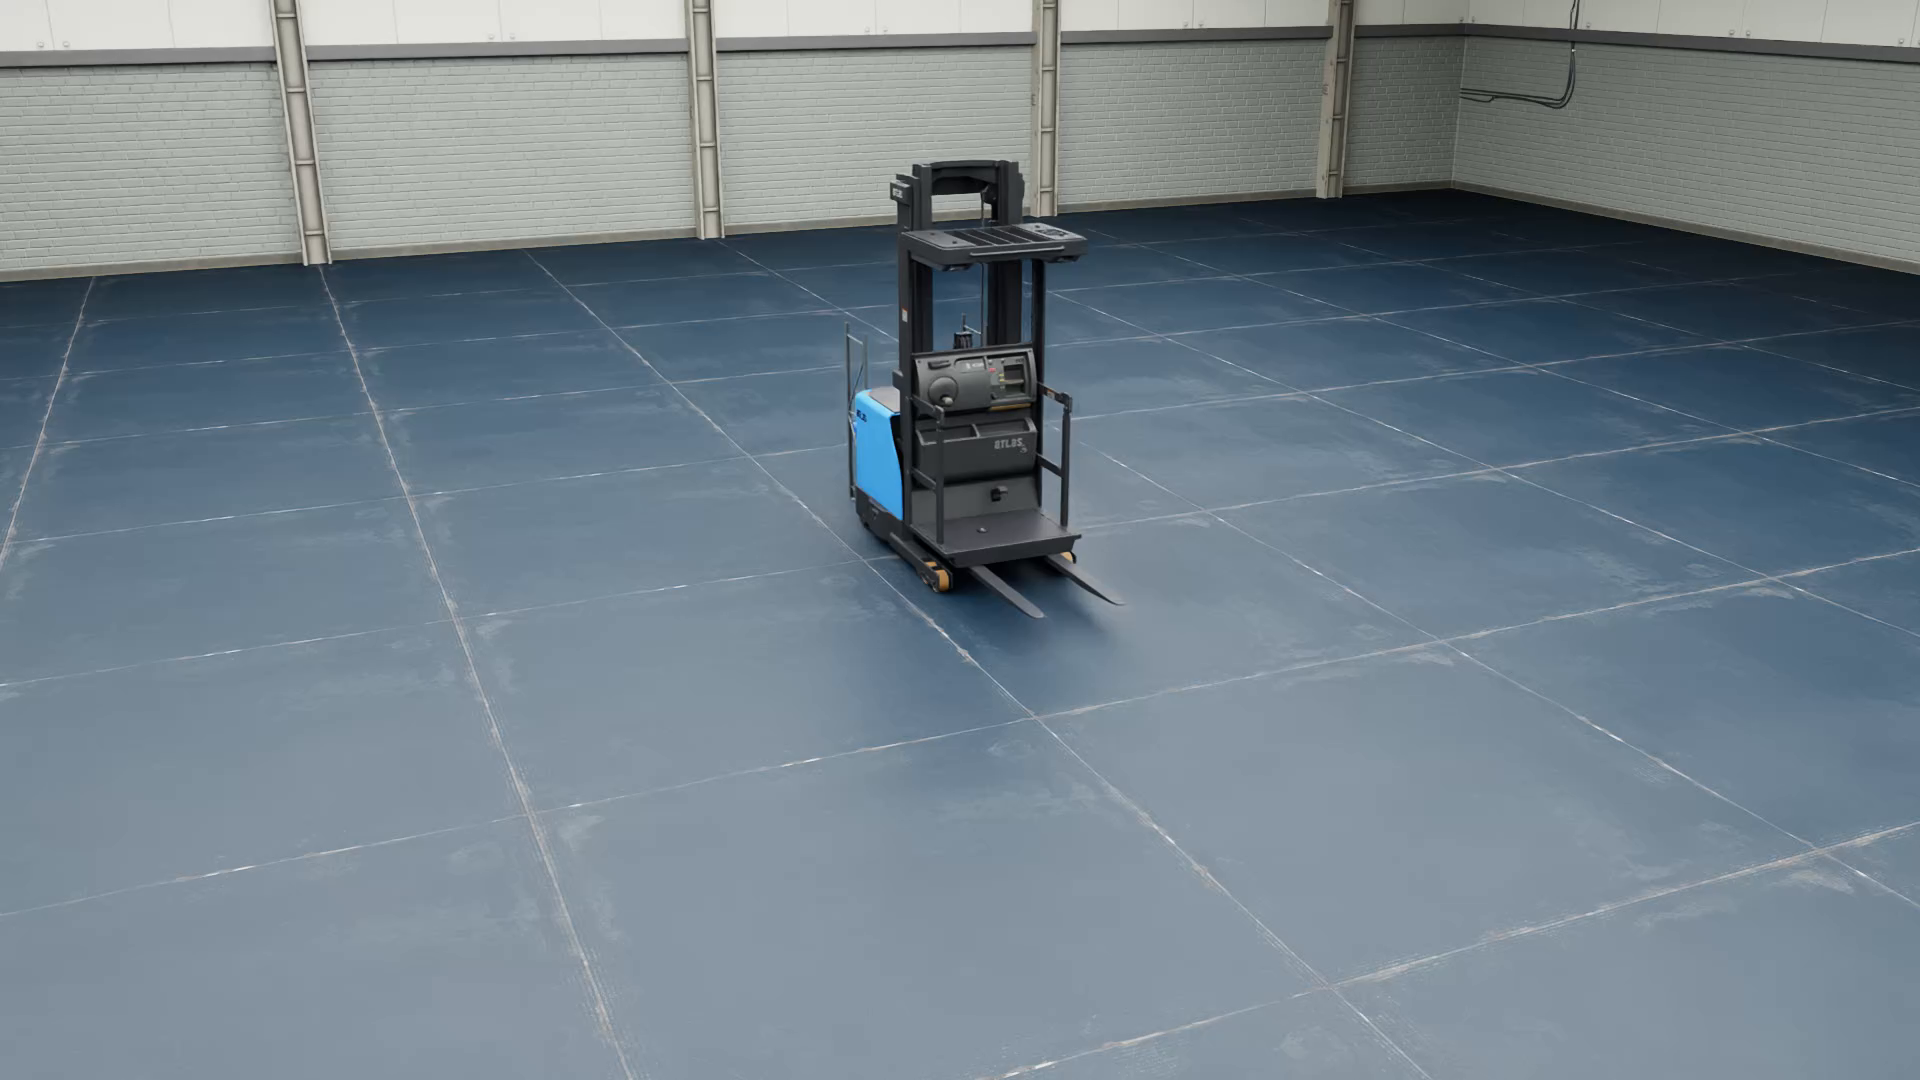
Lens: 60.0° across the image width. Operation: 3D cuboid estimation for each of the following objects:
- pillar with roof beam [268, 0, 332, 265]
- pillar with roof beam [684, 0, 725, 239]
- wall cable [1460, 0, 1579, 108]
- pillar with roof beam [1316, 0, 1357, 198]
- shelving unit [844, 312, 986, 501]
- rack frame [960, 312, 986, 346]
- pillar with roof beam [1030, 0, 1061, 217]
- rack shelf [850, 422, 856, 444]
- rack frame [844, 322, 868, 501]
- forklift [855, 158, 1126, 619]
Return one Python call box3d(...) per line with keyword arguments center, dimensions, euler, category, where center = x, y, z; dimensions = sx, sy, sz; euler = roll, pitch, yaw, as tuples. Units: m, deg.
box3d(center=(-7.850, -7.054, 19.507), dimensions=(0.400, 9.000, 9.100), euler=(-8, 21, -22), category="pillar with roof beam")
box3d(center=(-2.341, -7.843, 21.749), dimensions=(0.400, 9.000, 9.100), euler=(-8, 21, -22), category="pillar with roof beam")
box3d(center=(10.201, -9.255, 30.432), dimensions=(0.112, 2.526, 3.097), euler=(-8, 21, -22), category="wall cable")
box3d(center=(8.678, -9.422, 26.232), dimensions=(0.400, 9.000, 9.100), euler=(-8, 21, -22), category="pillar with roof beam")
box3d(center=(-0.362, -1.055, 13.750), dimensions=(1.048, 1.500, 0.538), euler=(-8, 20, -20), category="shelving unit")
box3d(center=(0.111, -1.117, 13.927), dimensions=(0.032, 1.500, 0.500), euler=(-8, 20, -20), category="rack frame")
box3d(center=(3.169, -8.633, 23.990), dimensions=(0.400, 9.000, 9.100), euler=(-8, 21, -22), category="pillar with roof beam")
box3d(center=(-0.361, -0.885, 13.808), dimensions=(1.000, 0.185, 0.538), euler=(-8, 20, -20), category="rack shelf")
box3d(center=(-0.834, -0.993, 13.573), dimensions=(0.032, 1.500, 0.500), euler=(-8, 20, -20), category="rack frame")
box3d(center=(0.207, -1.165, 11.917), dimensions=(1.130, 2.935, 3.031), euler=(-8, 21, -22), category="forklift")
